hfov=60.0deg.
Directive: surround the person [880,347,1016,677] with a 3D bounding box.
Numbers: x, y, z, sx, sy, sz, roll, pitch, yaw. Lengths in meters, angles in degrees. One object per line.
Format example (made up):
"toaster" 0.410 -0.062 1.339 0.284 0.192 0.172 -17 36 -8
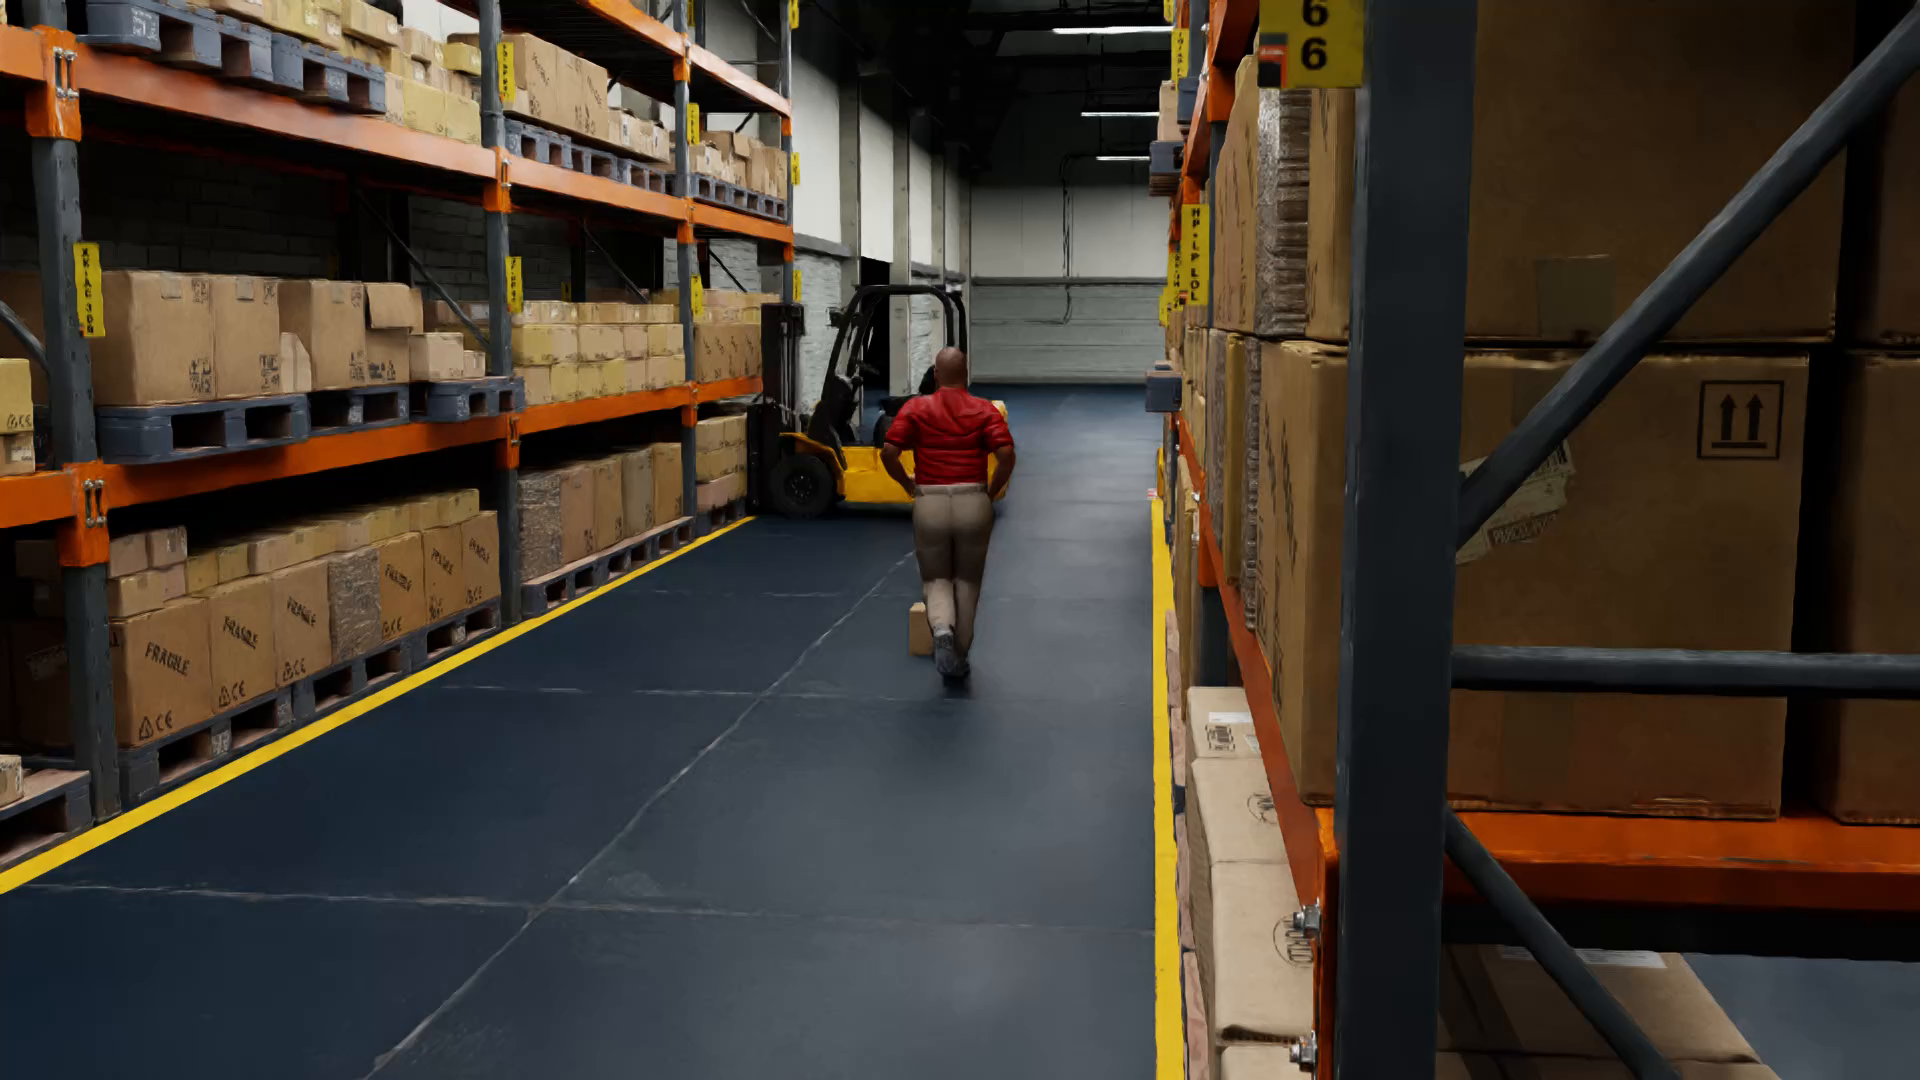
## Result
"person" -0.056 -0.126 8.405 0.678 1.692 0.659 0 8 3
